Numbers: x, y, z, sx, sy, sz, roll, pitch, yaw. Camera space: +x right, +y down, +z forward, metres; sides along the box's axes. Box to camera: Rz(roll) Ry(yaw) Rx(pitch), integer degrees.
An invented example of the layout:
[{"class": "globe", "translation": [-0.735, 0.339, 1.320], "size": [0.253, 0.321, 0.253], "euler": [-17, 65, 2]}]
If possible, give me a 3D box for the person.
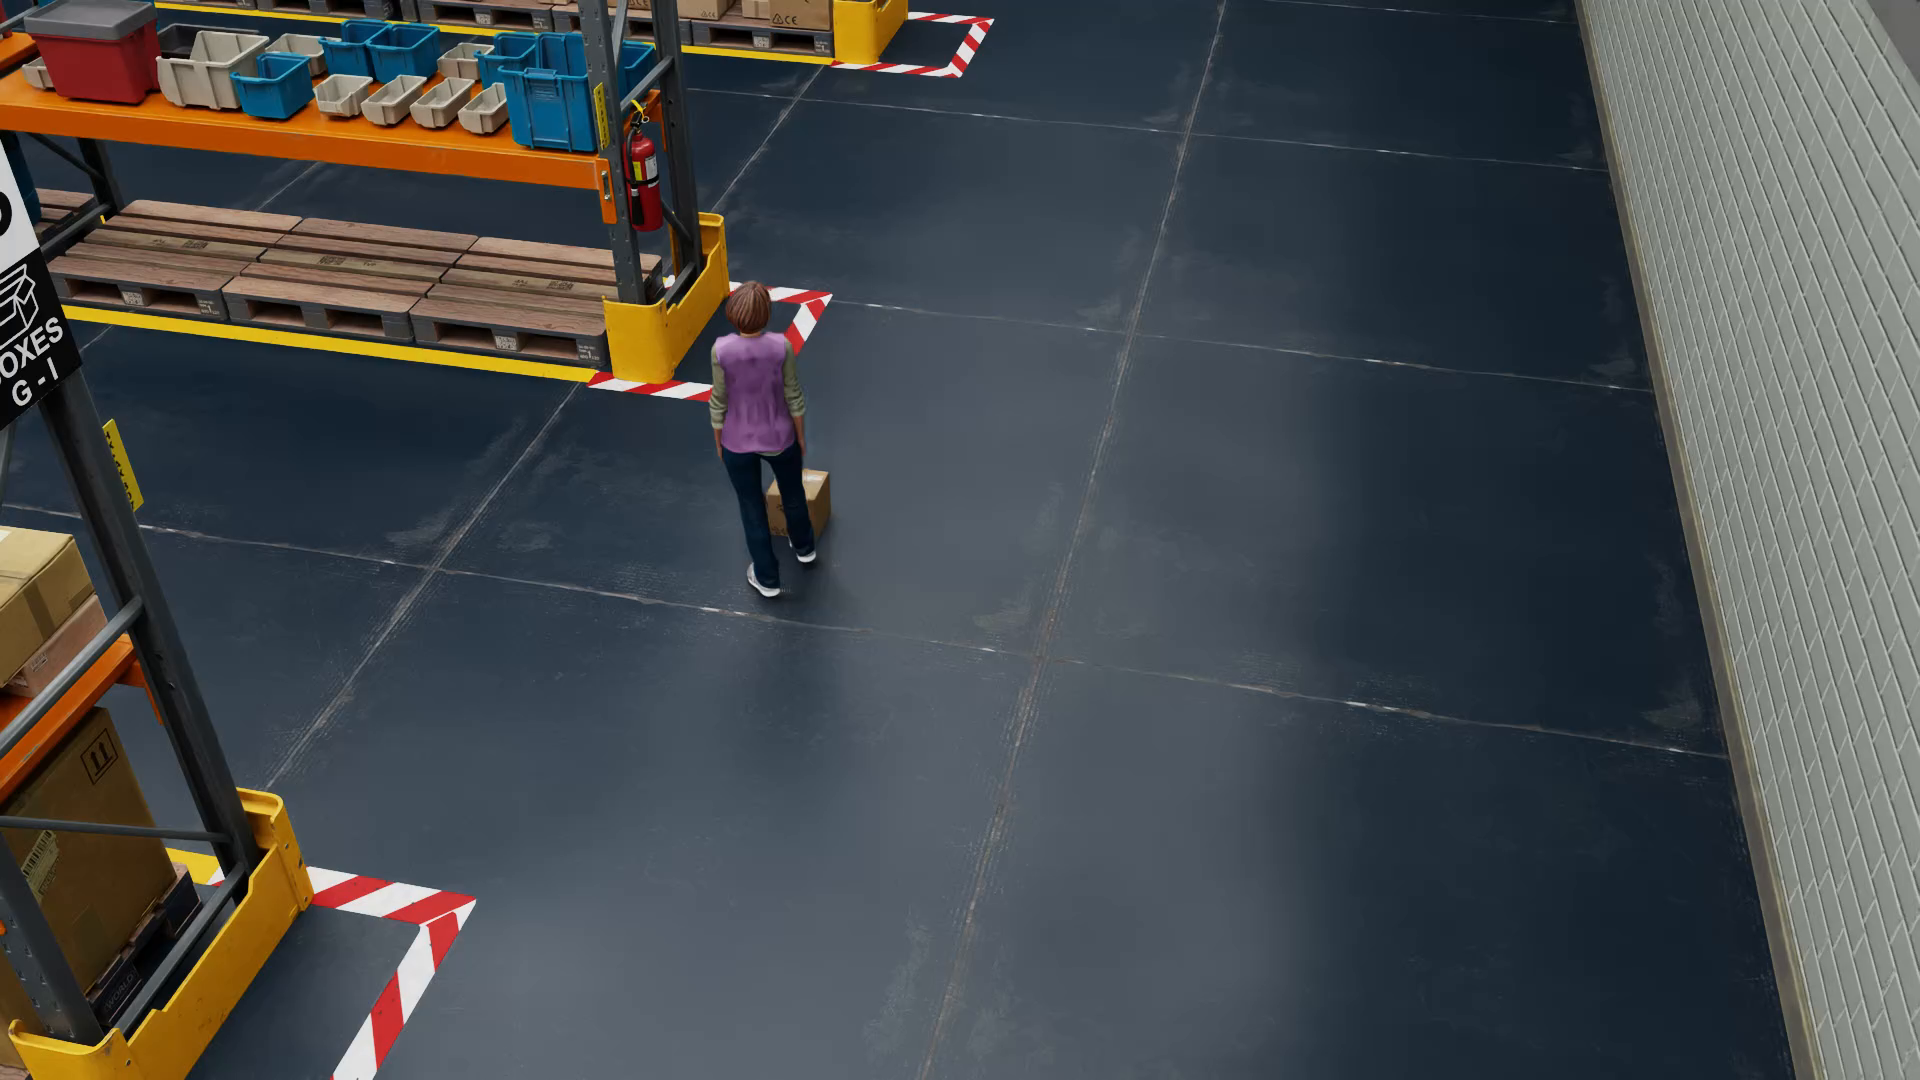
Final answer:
[{"class": "person", "translation": [-0.911, -0.482, 7.606], "size": [0.437, 1.583, 0.522], "euler": [-6, 37, -8]}]
